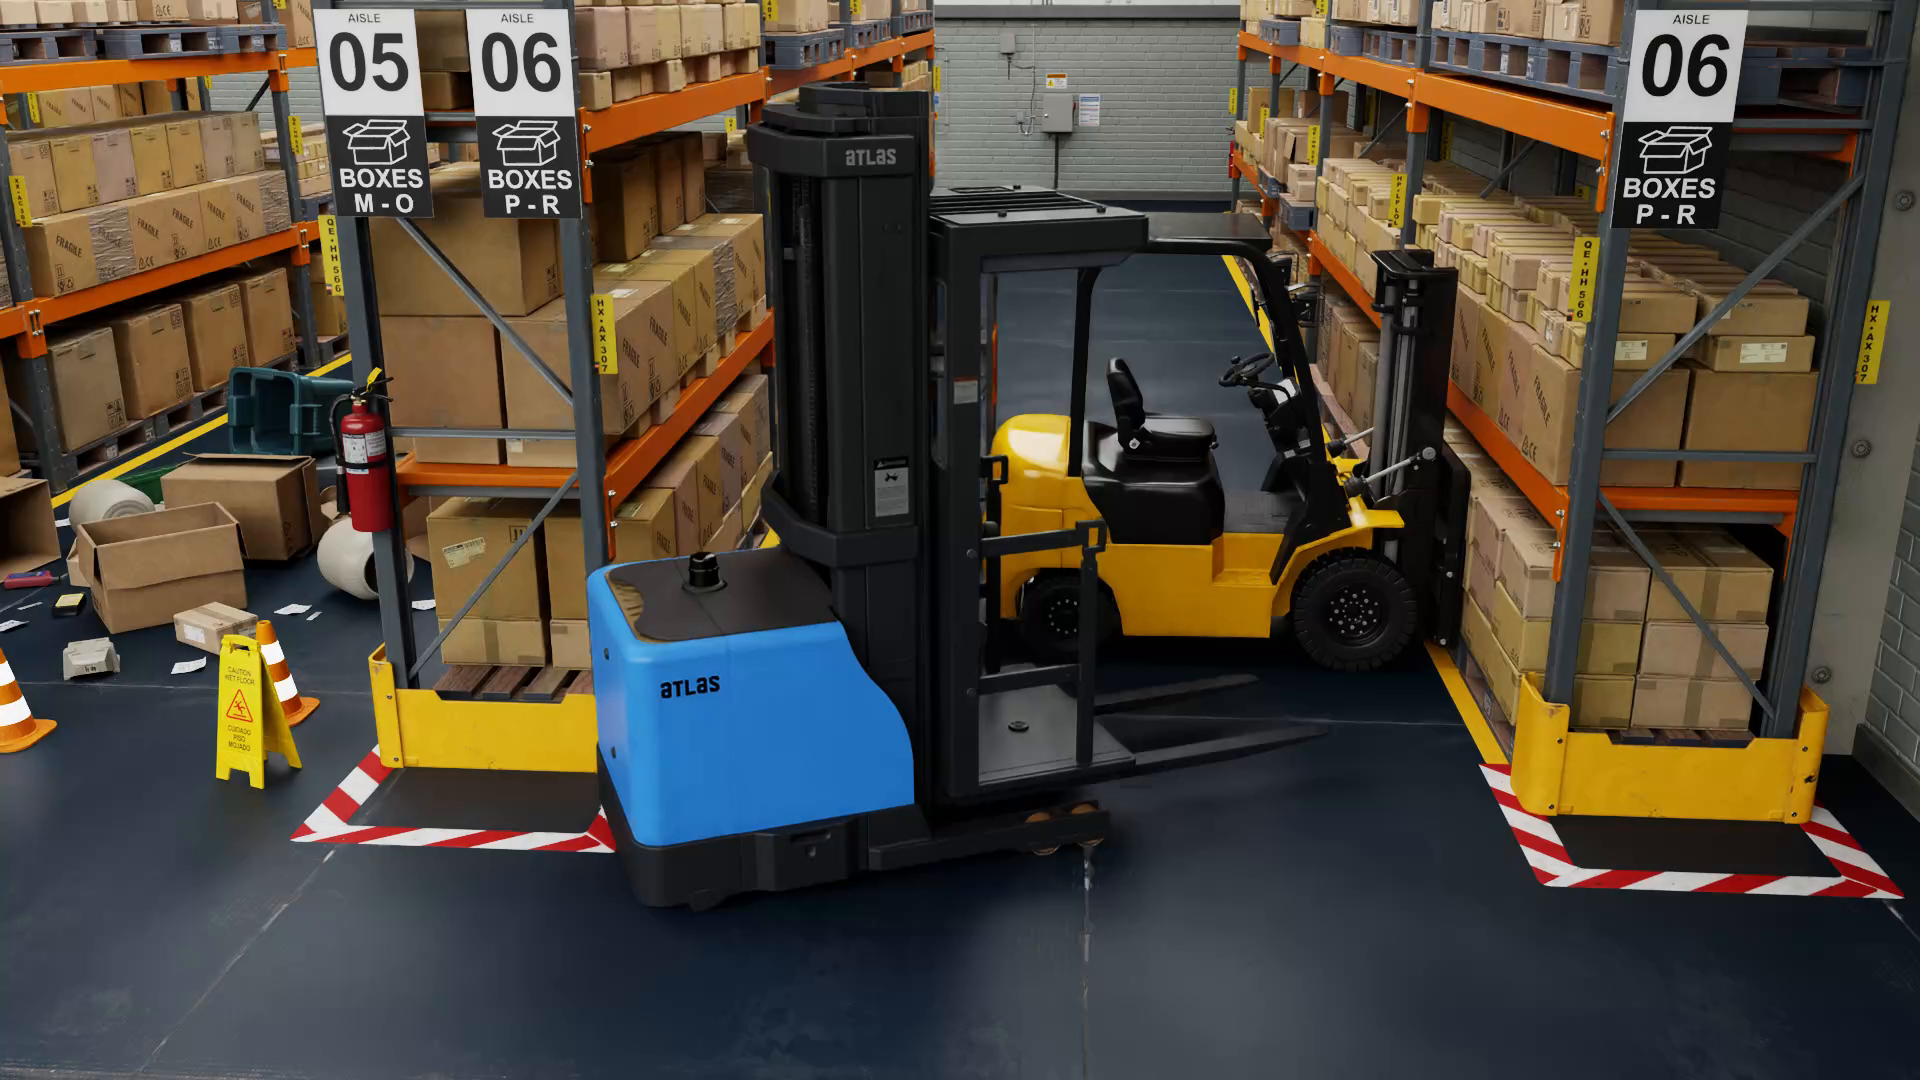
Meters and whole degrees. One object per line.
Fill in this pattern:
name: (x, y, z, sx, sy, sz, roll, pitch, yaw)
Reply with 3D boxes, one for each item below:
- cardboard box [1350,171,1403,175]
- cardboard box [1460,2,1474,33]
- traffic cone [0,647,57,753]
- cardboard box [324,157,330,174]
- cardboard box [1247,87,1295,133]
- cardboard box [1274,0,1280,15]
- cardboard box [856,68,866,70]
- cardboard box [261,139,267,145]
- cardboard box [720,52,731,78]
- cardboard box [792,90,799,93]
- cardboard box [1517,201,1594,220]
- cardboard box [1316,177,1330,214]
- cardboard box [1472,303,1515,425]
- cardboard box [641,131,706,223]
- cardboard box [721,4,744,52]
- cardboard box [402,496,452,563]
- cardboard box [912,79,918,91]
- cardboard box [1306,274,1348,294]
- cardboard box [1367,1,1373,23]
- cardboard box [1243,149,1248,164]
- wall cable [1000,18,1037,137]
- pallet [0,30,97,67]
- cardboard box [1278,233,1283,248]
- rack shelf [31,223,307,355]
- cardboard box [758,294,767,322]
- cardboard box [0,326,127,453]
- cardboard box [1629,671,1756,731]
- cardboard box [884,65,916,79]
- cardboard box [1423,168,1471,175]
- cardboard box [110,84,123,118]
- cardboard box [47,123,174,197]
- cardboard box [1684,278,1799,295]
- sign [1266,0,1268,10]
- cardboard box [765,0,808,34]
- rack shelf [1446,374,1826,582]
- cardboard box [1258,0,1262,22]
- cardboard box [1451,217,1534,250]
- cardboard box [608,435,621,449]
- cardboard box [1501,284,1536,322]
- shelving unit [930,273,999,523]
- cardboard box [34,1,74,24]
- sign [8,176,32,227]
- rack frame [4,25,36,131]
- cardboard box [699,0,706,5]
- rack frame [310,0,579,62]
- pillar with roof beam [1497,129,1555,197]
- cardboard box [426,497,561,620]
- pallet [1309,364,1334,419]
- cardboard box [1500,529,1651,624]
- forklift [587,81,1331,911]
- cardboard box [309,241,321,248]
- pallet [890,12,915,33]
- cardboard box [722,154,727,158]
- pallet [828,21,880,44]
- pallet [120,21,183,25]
cardboard box: (3.209, -2.753, 12.805, 0.380, 0.149, 0.250, 1, 18, 5)
cardboard box: (2.854, -2.753, 8.757, 0.380, 0.149, 0.250, 2, 18, 6)
traffic cone: (-4.381, 0.686, 7.587, 0.336, 0.463, 0.334, 1, 18, 4)
cardboard box: (-6.097, -3.536, 15.649, 0.380, 0.149, 0.250, 1, 18, 2)
cardboard box: (3.696, -5.123, 19.800, 0.500, 0.500, 0.500, 2, 18, 5)
cardboard box: (3.322, -5.287, 16.494, 0.380, 0.149, 0.250, 2, 18, 5)
cardboard box: (-1.274, -5.334, 19.078, 0.380, 0.149, 0.250, 1, 18, 3)
cardboard box: (-6.748, -3.686, 15.630, 0.380, 0.149, 0.250, 2, 18, 6)
cardboard box: (-1.526, -2.725, 9.509, 0.380, 0.149, 0.250, 1, 18, 4)
cardboard box: (-1.461, -4.399, 17.264, 0.500, 0.500, 0.500, 1, 18, 4)
cardboard box: (3.463, -1.885, 9.678, 0.380, 0.149, 0.250, 1, 18, 2)
cardboard box: (3.230, -2.848, 13.734, 0.500, 0.250, 0.500, 1, 18, 4)
cardboard box: (2.813, -0.855, 8.054, 0.500, 0.500, 0.500, 1, 18, 3)
cardboard box: (-1.955, -2.213, 10.114, 0.700, 0.500, 0.500, 1, 18, 3)
cardboard box: (-1.506, -2.876, 9.328, 0.500, 0.250, 0.500, 1, 18, 3)
cardboard box: (-3.141, -0.191, 10.200, 0.500, 0.500, 0.500, 17, 25, 41)
cardboard box: (-0.768, -5.146, 19.544, 0.500, 0.500, 0.500, 2, 18, 5)
cardboard box: (3.314, -2.292, 14.899, 0.380, 0.149, 0.250, 0, 18, 1)
cardboard box: (3.075, -3.712, 11.685, 0.380, 0.149, 0.250, 1, 18, 3)
cardboard box: (3.665, -4.683, 20.302, 0.380, 0.149, 0.250, 1, 18, 2)
wall cable: (0.949, -7.614, 27.211, 0.588, 1.984, 0.122, 1, 18, 4)
pallet: (-6.635, -3.380, 11.411, 0.805, 0.209, 1.217, 1, 18, 2)
cardboard box: (3.584, -3.182, 17.615, 0.380, 0.149, 0.250, 1, 18, 2)
rack shelf: (-6.508, -2.039, 12.983, 1.077, 0.370, 4.000, 1, 18, 4)
cardboard box: (-1.426, -1.454, 10.448, 0.380, 0.149, 0.250, 1, 18, 3)
cardboard box: (-6.697, -1.085, 11.855, 1.050, 0.750, 0.750, 1, 18, 4)
cardboard box: (3.188, 0.630, 7.423, 0.500, 0.250, 0.500, 1, 18, 4)
cardboard box: (-0.724, -5.561, 19.768, 0.380, 0.149, 0.250, 1, 18, 4)
cardboard box: (3.775, -2.823, 13.018, 0.380, 0.149, 0.250, 1, 18, 3)
cardboard box: (-11.102, -5.596, 21.242, 0.500, 0.500, 0.500, 1, 18, 2)
cardboard box: (-6.513, -2.910, 12.720, 0.700, 0.500, 0.500, 1, 18, 3)
cardboard box: (3.276, -1.006, 6.997, 0.380, 0.149, 0.250, 2, 18, 6)
sign: (3.276, -5.736, 17.464, 0.100, 0.325, 0.005, 1, 18, 4)
cardboard box: (-1.265, -3.407, 10.751, 0.500, 0.250, 0.500, 1, 18, 2)
rack shelf: (3.101, -0.608, 8.616, 1.077, 0.370, 4.000, 1, 18, 4)
cardboard box: (3.677, -6.027, 18.945, 0.500, 0.250, 0.500, 2, 18, 5)
cardboard box: (2.875, -1.654, 8.973, 0.380, 0.149, 0.250, 1, 18, 3)
cardboard box: (-1.759, -0.498, 7.530, 0.380, 0.149, 0.250, 2, 18, 5)
cardboard box: (2.772, -1.118, 7.816, 0.380, 0.149, 0.250, 1, 18, 2)
shelving unit: (0.012, -1.049, 10.253, 0.431, 2.100, 0.503, 1, 18, 4)
cardboard box: (-6.330, -3.629, 11.433, 0.250, 0.149, 0.380, 1, 18, 4)
sign: (-6.098, -2.197, 10.792, 0.100, 0.325, 0.005, 1, 18, 4)
rack frame: (-11.018, -4.386, 18.992, 1.000, 3.000, 0.127, 1, 18, 4)
cardboard box: (-1.538, -2.858, 8.632, 0.380, 0.149, 0.250, 1, 18, 5)
rack frame: (-1.994, -3.289, 6.009, 1.000, 3.000, 0.127, 1, 18, 4)
pillar with roof beam: (0.042, -5.335, 12.253, 9.100, 9.000, 0.400, 1, 18, 4)
cardboard box: (-2.197, 0.058, 7.966, 0.500, 0.500, 0.500, 1, 18, 4)
pallet: (3.433, -1.233, 13.847, 1.003, 0.211, 1.213, 1, 18, 4)
cardboard box: (2.679, 0.154, 7.273, 0.500, 0.250, 0.500, 2, 18, 6)
forklift: (0.072, -0.288, 6.594, 3.031, 2.935, 1.130, -7, 19, -19)
cardboard box: (-6.038, -2.736, 16.092, 0.500, 0.250, 0.500, 1, 18, 3)
pallet: (-1.065, -5.802, 18.638, 1.003, 0.211, 1.213, 1, 18, 4)
cardboard box: (-1.826, -2.532, 12.019, 0.500, 0.500, 0.500, 2, 18, 6)
pallet: (-1.350, -4.807, 15.762, 1.003, 0.211, 1.213, 2, 18, 6)
pallet: (-10.774, -6.781, 21.626, 1.003, 0.211, 1.213, 1, 18, 4)
